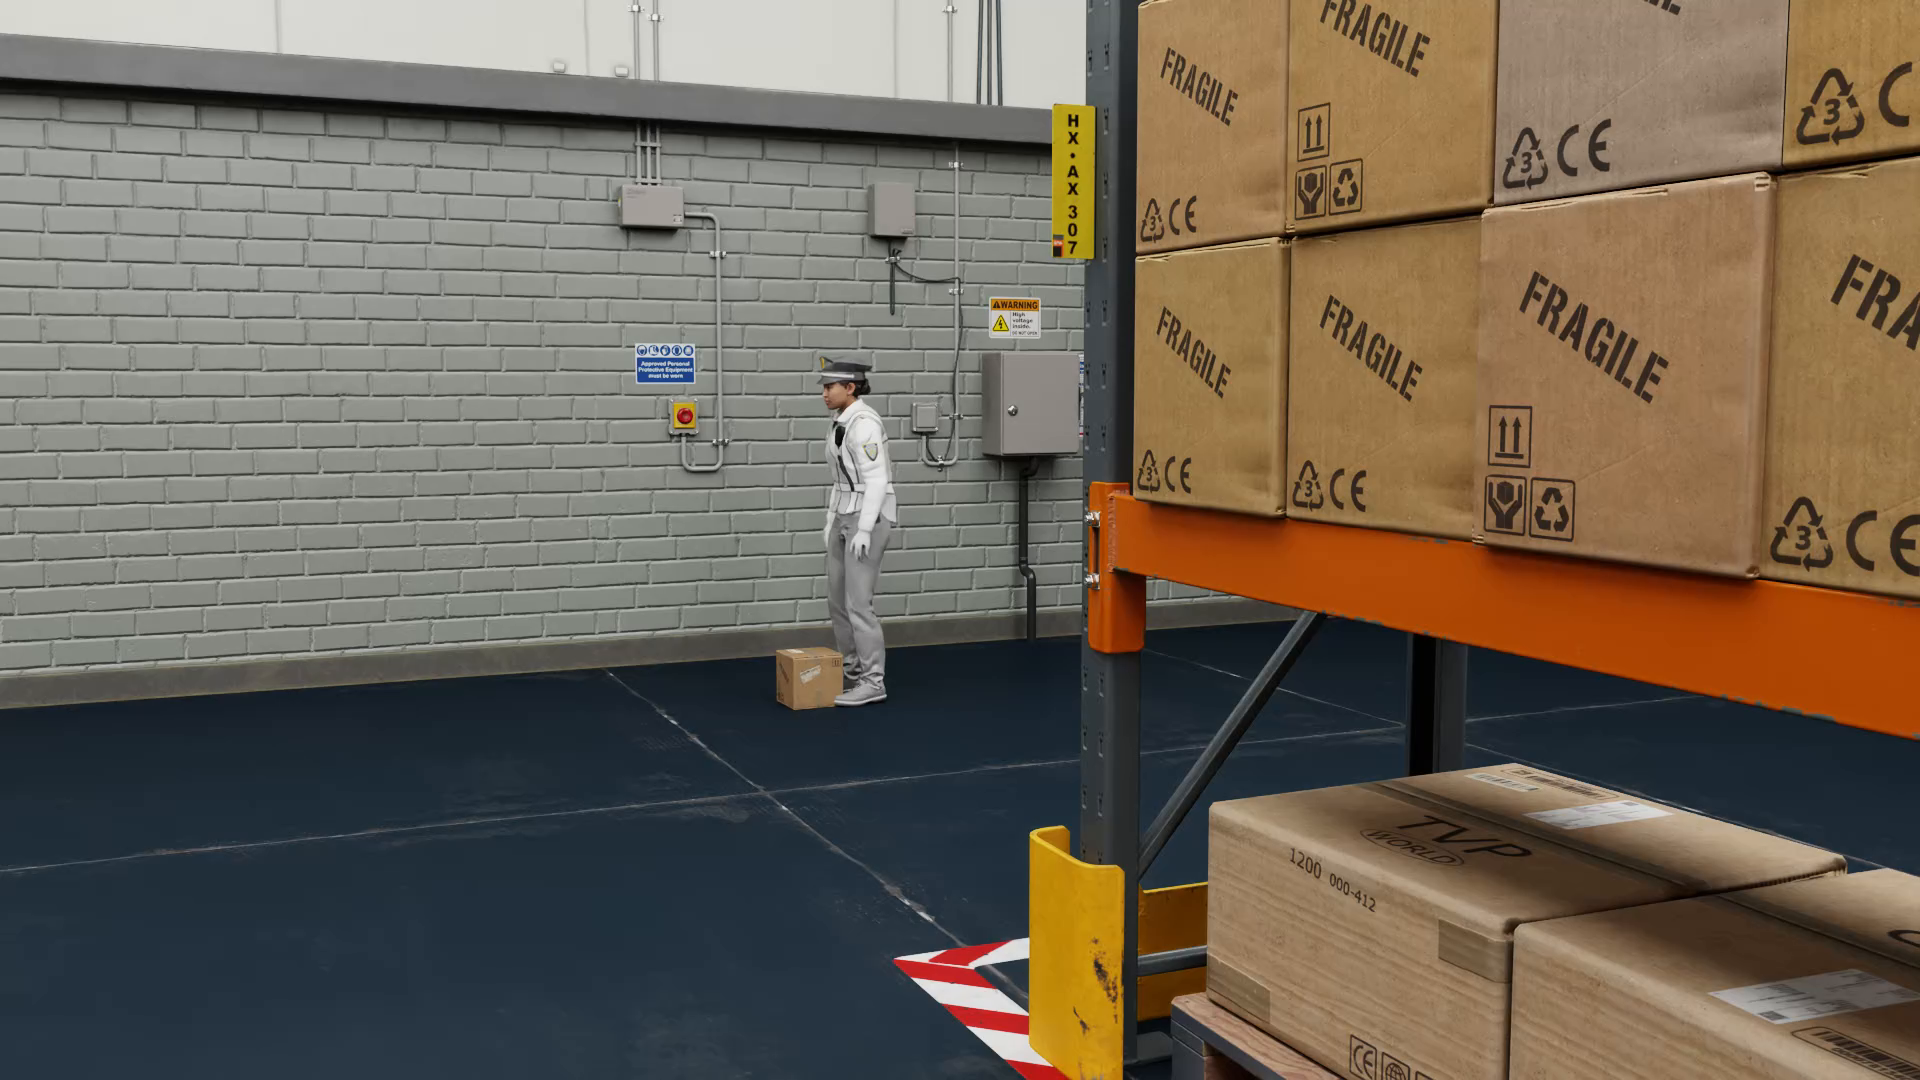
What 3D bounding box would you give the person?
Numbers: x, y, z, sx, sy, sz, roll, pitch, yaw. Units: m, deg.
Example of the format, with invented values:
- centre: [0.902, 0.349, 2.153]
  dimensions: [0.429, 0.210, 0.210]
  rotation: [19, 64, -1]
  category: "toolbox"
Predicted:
- centre: [-0.509, -0.052, 8.018]
  dimensions: [0.372, 1.664, 0.528]
  rotation: [-2, 6, -23]
  category: "person"
